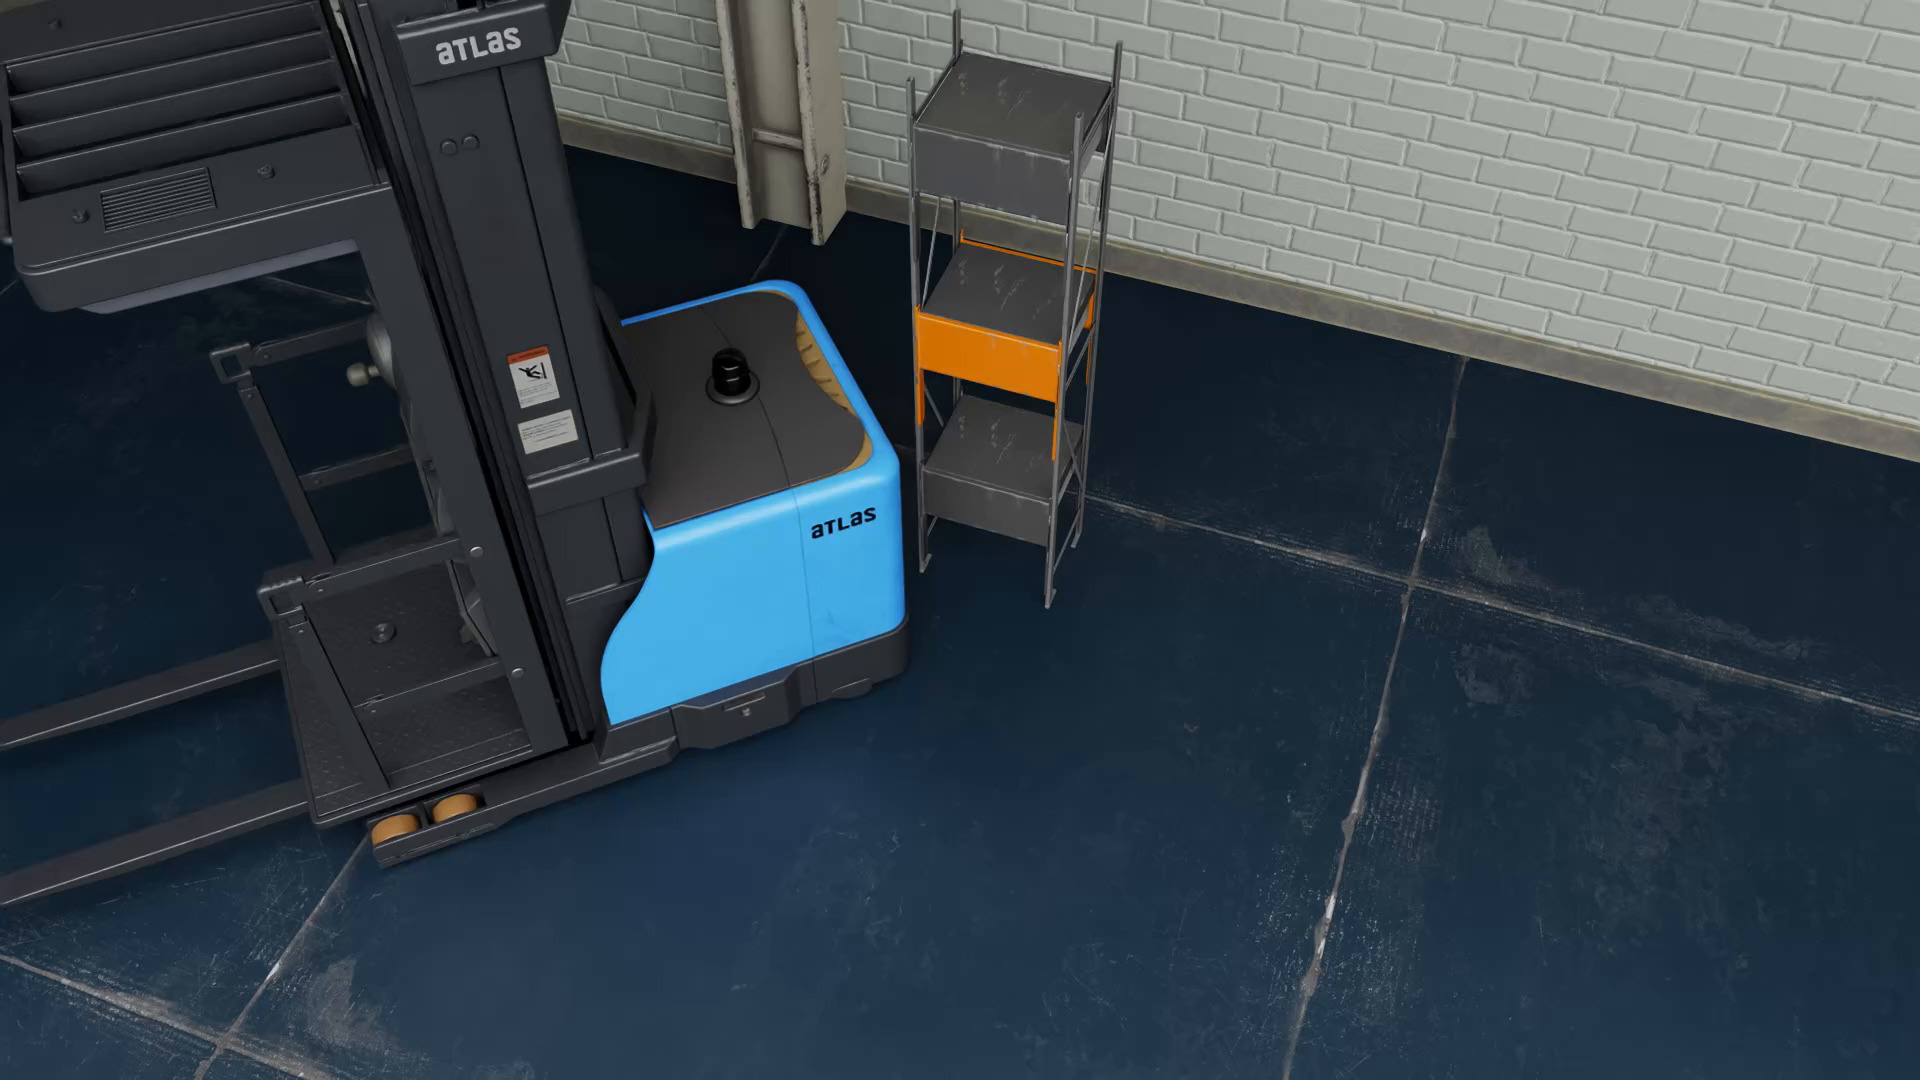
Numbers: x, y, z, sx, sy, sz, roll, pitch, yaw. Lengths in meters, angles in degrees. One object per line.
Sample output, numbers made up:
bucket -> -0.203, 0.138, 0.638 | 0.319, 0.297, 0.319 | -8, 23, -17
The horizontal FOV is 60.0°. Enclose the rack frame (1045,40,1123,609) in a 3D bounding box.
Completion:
rack frame -> 0.384, -0.580, 5.364 | 0.015, 2.100, 0.400 | 16, 51, 13

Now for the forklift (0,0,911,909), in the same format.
forklift -> -1.735, -0.381, 4.640 | 3.031, 2.935, 1.130 | -18, 51, -15

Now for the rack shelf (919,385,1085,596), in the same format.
rack shelf -> 0.155, -0.177, 5.958 | 0.480, 0.518, 0.431 | 16, 51, 13

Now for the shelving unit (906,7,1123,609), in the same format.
shelving unit -> 0.155, -0.644, 5.419 | 0.503, 2.100, 0.431 | 16, 51, 13

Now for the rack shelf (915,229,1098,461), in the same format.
rack shelf -> 0.155, -0.635, 5.429 | 0.480, 0.518, 0.431 | 16, 51, 13

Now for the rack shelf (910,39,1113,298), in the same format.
rack shelf -> 0.155, -1.094, 4.900 | 0.480, 0.518, 0.431 | 16, 51, 13

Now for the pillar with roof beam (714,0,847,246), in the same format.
pillar with roof beam -> -2.235, -1.361, 1.475 | 0.400, 9.000, 9.100 | 16, 51, 13

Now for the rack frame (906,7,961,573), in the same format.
rack frame -> -0.074, -0.708, 5.474 | 0.015, 2.100, 0.400 | 16, 51, 13
